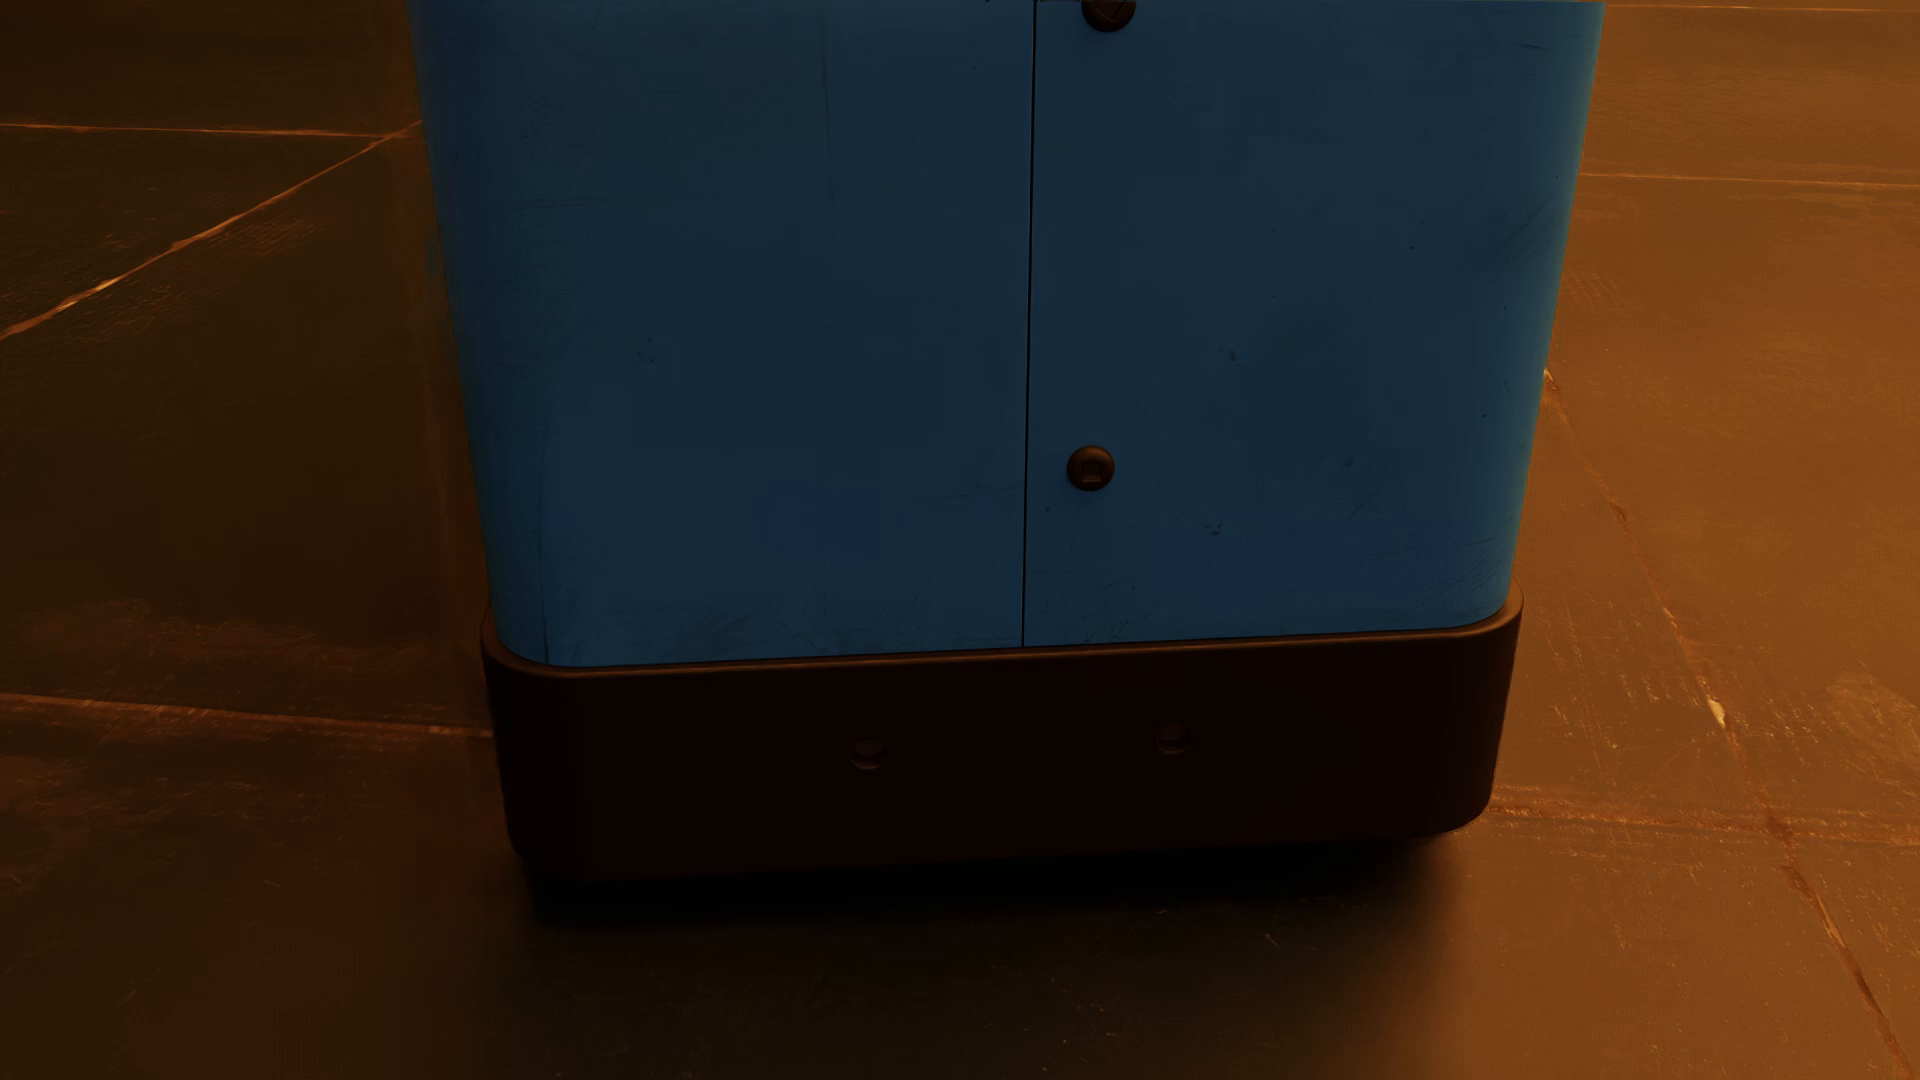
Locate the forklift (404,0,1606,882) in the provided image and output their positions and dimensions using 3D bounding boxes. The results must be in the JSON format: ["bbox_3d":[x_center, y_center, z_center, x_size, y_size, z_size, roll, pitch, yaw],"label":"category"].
[{"bbox_3d":[-0.074,-1.596,2.417,1.130,2.935,3.031,-2,27,-5],"label":"forklift"}]
